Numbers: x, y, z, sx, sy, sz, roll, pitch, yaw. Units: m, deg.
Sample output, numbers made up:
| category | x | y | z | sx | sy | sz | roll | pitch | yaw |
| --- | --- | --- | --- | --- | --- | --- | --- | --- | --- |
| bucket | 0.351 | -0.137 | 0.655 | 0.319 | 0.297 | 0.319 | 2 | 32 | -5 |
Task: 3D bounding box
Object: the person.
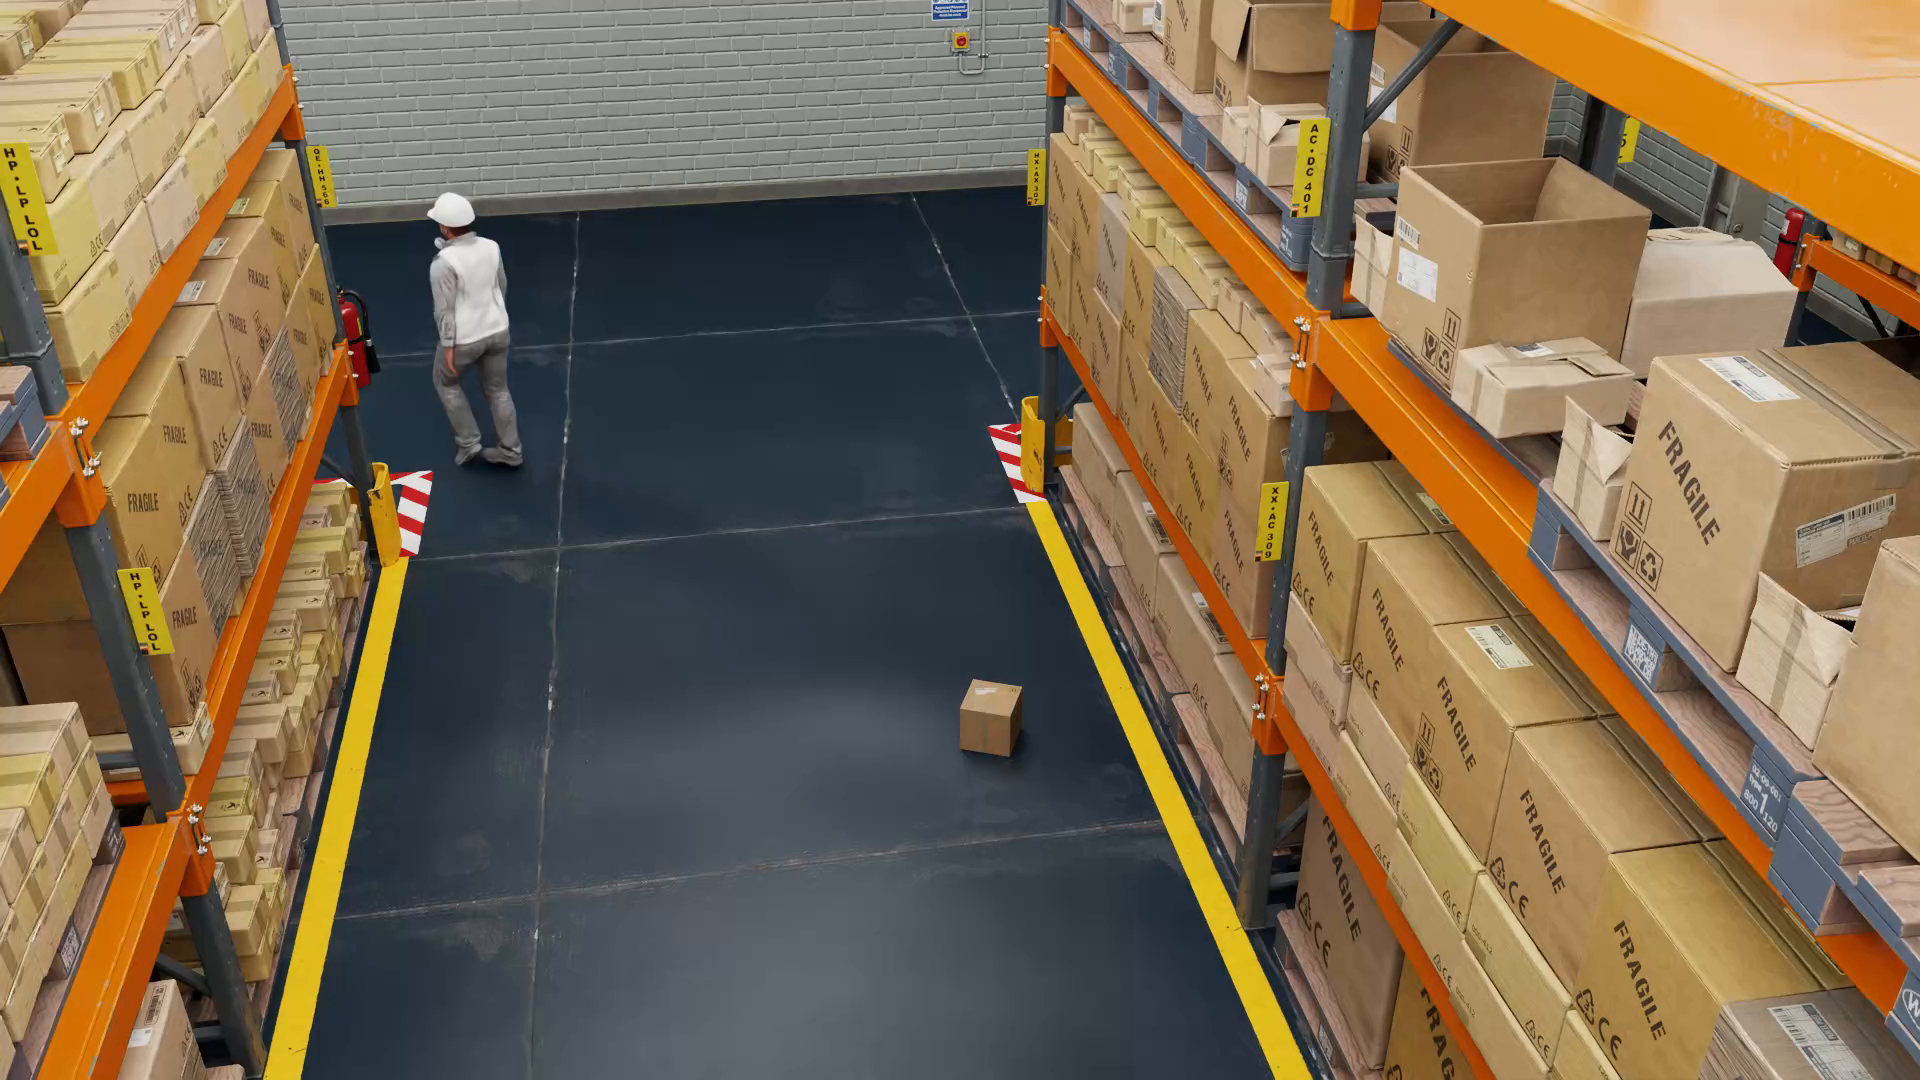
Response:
| category | x | y | z | sx | sy | sz | roll | pitch | yaw |
| --- | --- | --- | --- | --- | --- | --- | --- | --- | --- |
| person | -3.003 | -1.263 | 10.286 | 0.525 | 1.836 | 0.573 | 25 | 39 | 36 |
